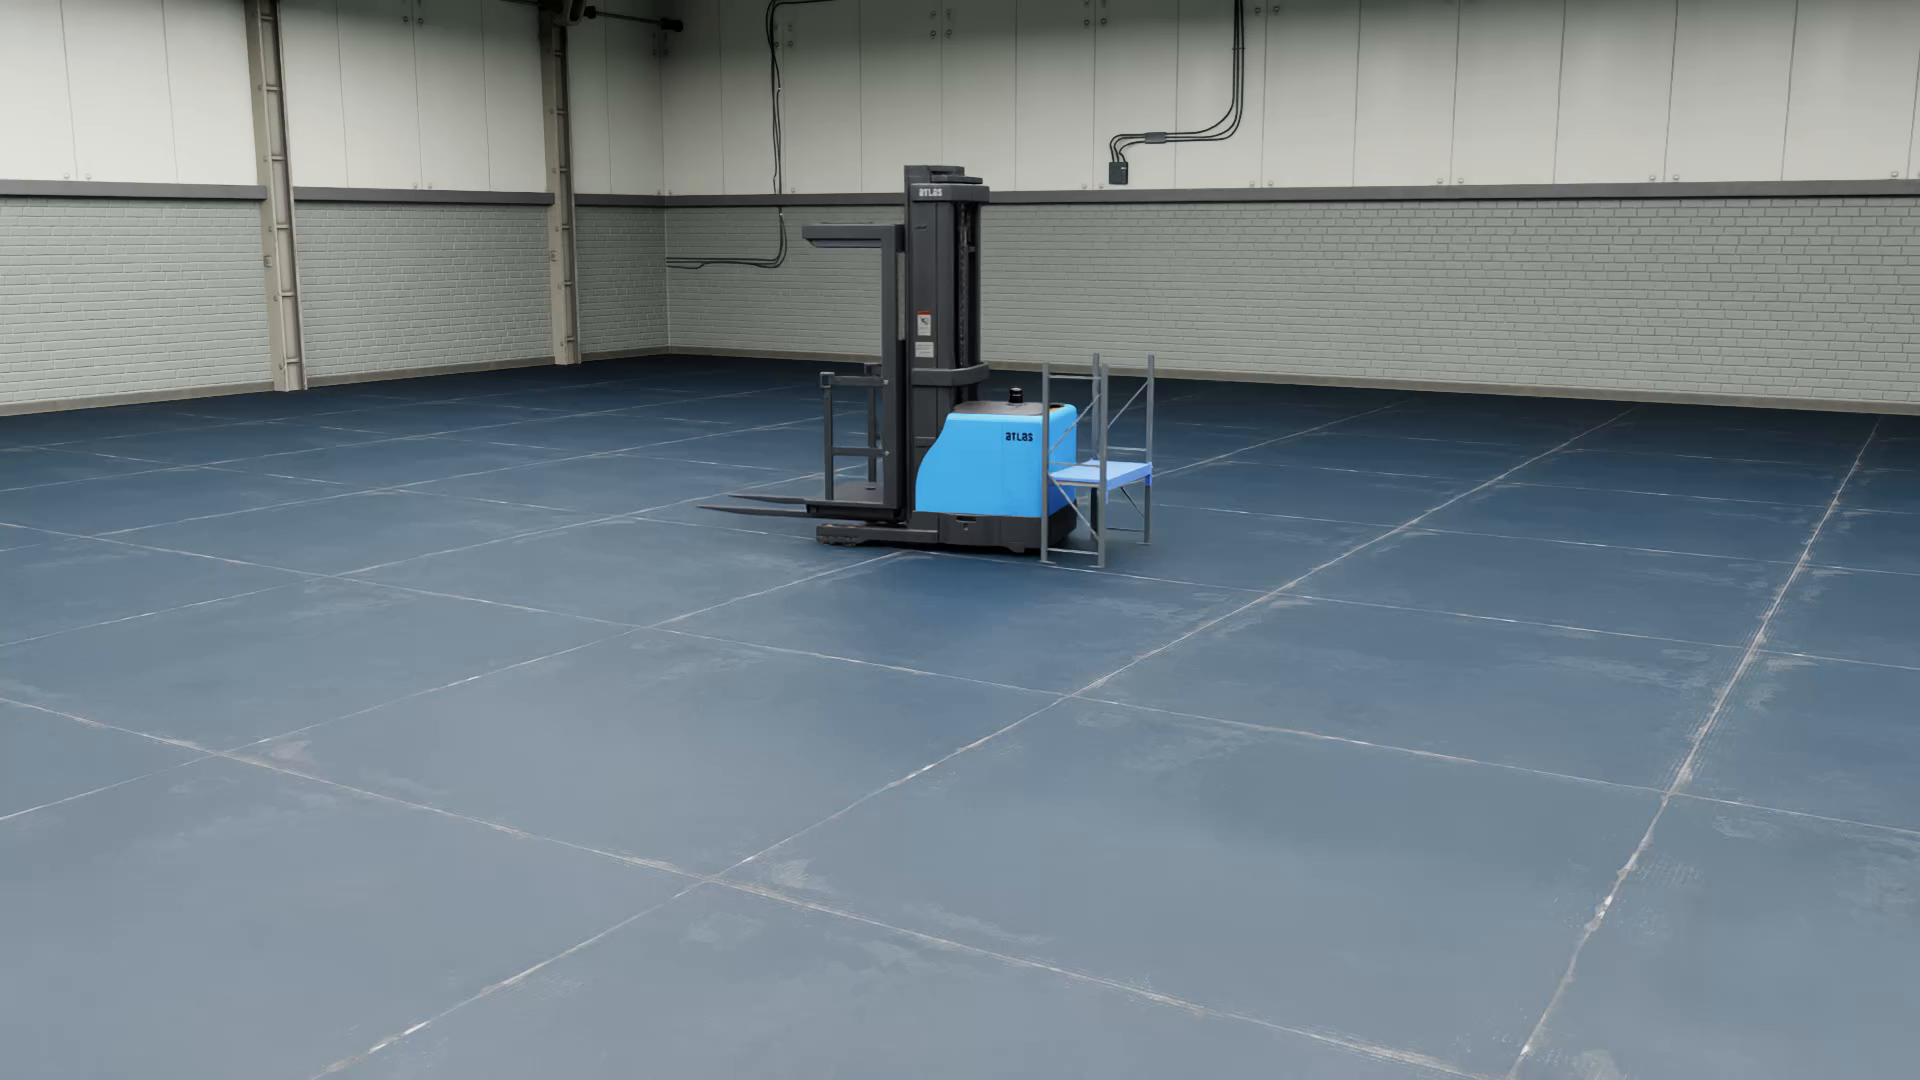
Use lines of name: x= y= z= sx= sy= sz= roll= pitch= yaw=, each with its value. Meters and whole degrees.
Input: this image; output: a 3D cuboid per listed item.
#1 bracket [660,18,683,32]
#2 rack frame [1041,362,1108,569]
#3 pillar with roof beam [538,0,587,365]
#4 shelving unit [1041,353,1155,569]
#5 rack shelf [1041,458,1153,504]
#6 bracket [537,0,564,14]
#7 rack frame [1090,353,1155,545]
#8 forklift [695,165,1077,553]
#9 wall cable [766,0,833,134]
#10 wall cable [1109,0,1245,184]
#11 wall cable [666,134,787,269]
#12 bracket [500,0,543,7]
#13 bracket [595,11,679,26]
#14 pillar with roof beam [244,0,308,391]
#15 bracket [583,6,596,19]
bracket: x=-5.529 y=-9.871 z=31.857 sx=0.235 sy=0.232 sz=0.430 roll=6 pitch=12 yaw=31
rack frame: x=0.839 y=-0.550 z=12.229 sx=0.500 sy=1.500 sz=0.032 roll=5 pitch=12 yaw=25
pillar with roof beam: x=-3.599 y=-7.286 z=27.832 sx=9.100 sy=9.000 sz=0.548 roll=6 pitch=12 yaw=31
shelving unit: x=1.058 y=-0.634 z=12.680 sx=0.538 sy=1.500 sz=1.048 roll=5 pitch=12 yaw=25
rack shelf: x=1.058 y=-0.457 z=12.713 sx=0.538 sy=0.185 sz=1.000 roll=5 pitch=12 yaw=25
bracket: x=-7.191 y=-9.367 z=29.168 sx=0.235 sy=0.232 sz=0.430 roll=6 pitch=12 yaw=31
rack frame: x=1.277 y=-0.718 z=13.130 sx=0.500 sy=1.500 sz=0.032 roll=5 pitch=12 yaw=25
forklift: x=-0.630 y=-1.475 z=13.281 sx=3.031 sy=2.935 sz=1.130 roll=3 pitch=11 yaw=17
wall cable: x=-2.307 y=-8.732 z=30.270 sx=3.097 sy=2.526 sz=0.112 roll=6 pitch=12 yaw=31
wall cable: x=3.487 y=-8.796 z=26.659 sx=2.305 sy=6.003 sz=0.169 roll=6 pitch=12 yaw=31
wall cable: x=-4.619 y=-6.508 z=32.115 sx=3.097 sy=2.526 sz=0.112 roll=6 pitch=12 yaw=31
bracket: x=-8.528 y=-8.962 z=27.004 sx=0.076 sy=0.066 sz=4.783 roll=6 pitch=12 yaw=31
bracket: x=-5.836 y=-9.778 z=31.360 sx=0.076 sy=0.066 sz=3.189 roll=6 pitch=12 yaw=31
pillar with roof beam: x=-6.714 y=-6.342 z=22.792 sx=9.100 sy=9.000 sz=0.400 roll=6 pitch=12 yaw=31
bracket: x=-6.760 y=-9.498 z=29.866 sx=0.235 sy=0.232 sz=0.430 roll=6 pitch=12 yaw=31
